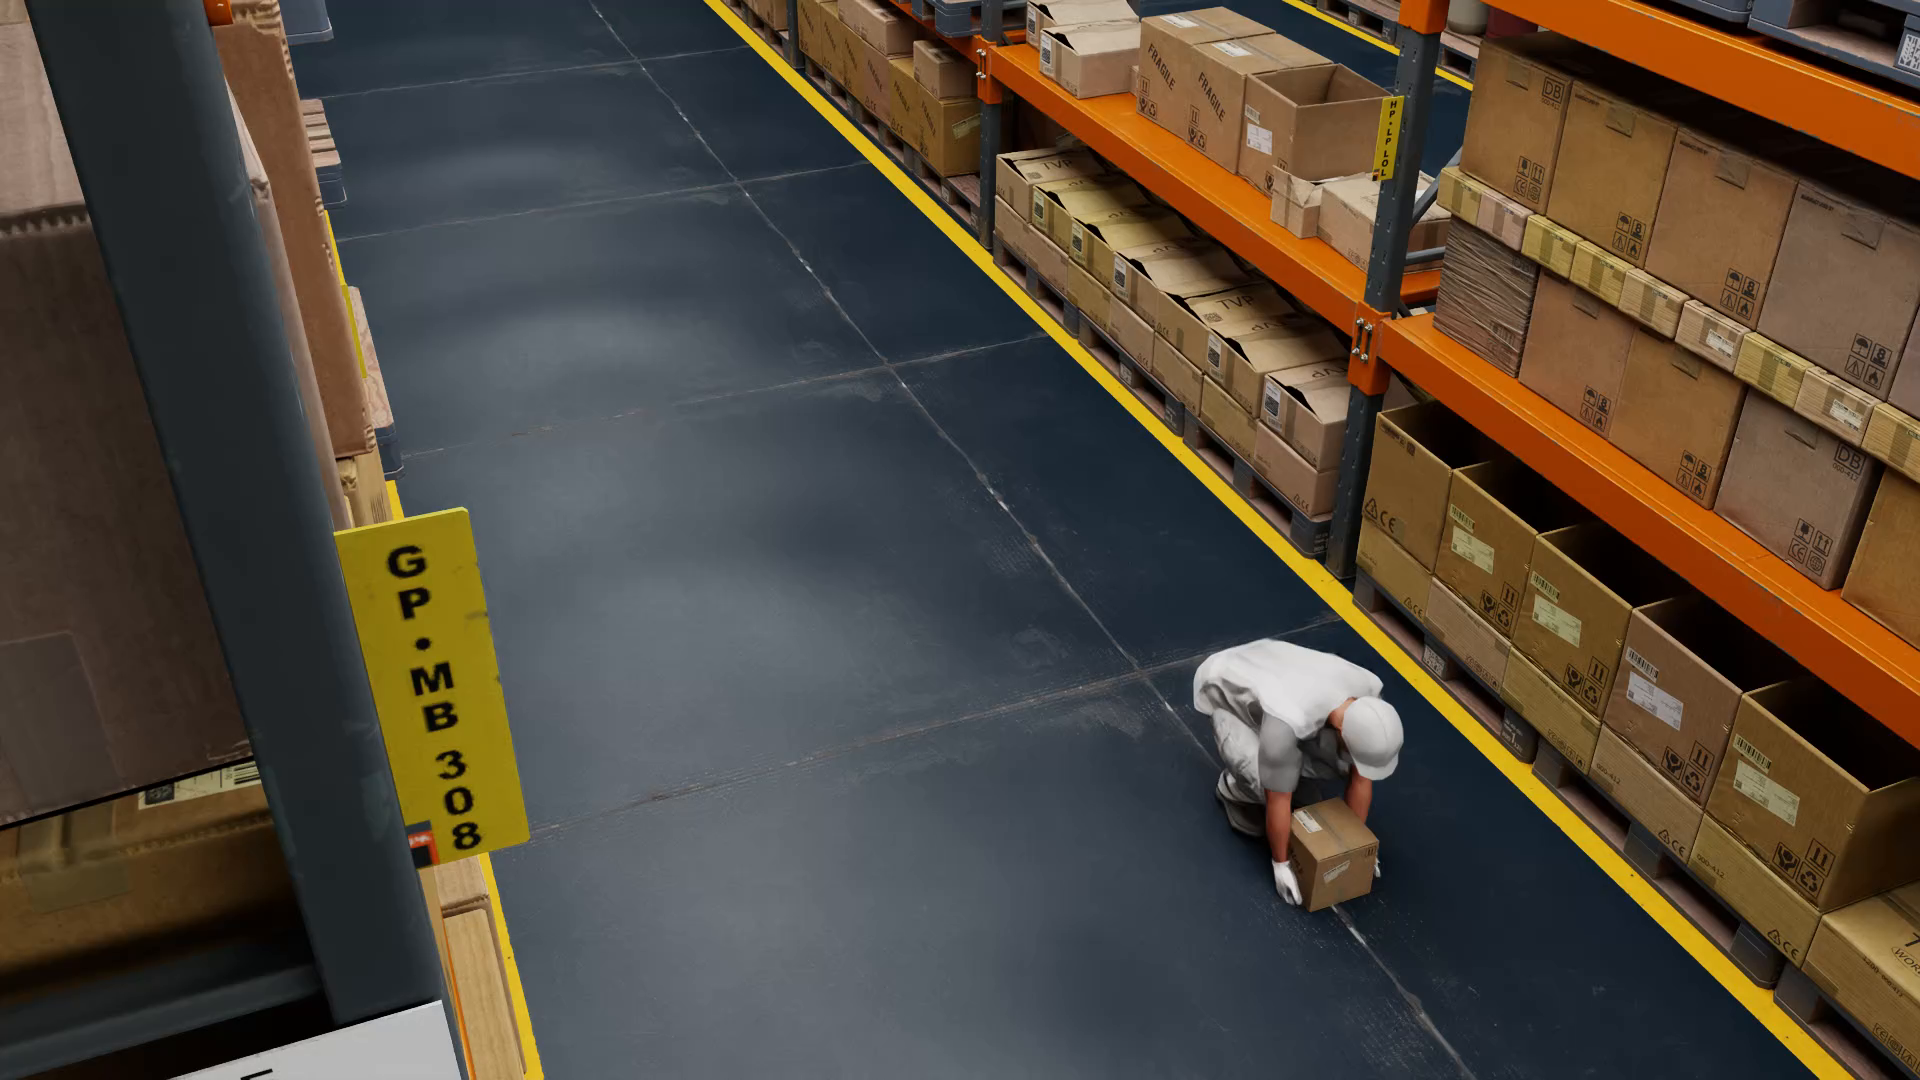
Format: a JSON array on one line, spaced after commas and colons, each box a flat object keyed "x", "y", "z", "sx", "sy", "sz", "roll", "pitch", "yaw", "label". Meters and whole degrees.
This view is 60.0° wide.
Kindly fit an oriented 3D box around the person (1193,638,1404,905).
[{"x": 1.198, "y": 0.742, "z": 5.943, "sx": 0.535, "sy": 0.876, "sz": 0.910, "roll": -13, "pitch": 35, "yaw": -19, "label": "person"}]
